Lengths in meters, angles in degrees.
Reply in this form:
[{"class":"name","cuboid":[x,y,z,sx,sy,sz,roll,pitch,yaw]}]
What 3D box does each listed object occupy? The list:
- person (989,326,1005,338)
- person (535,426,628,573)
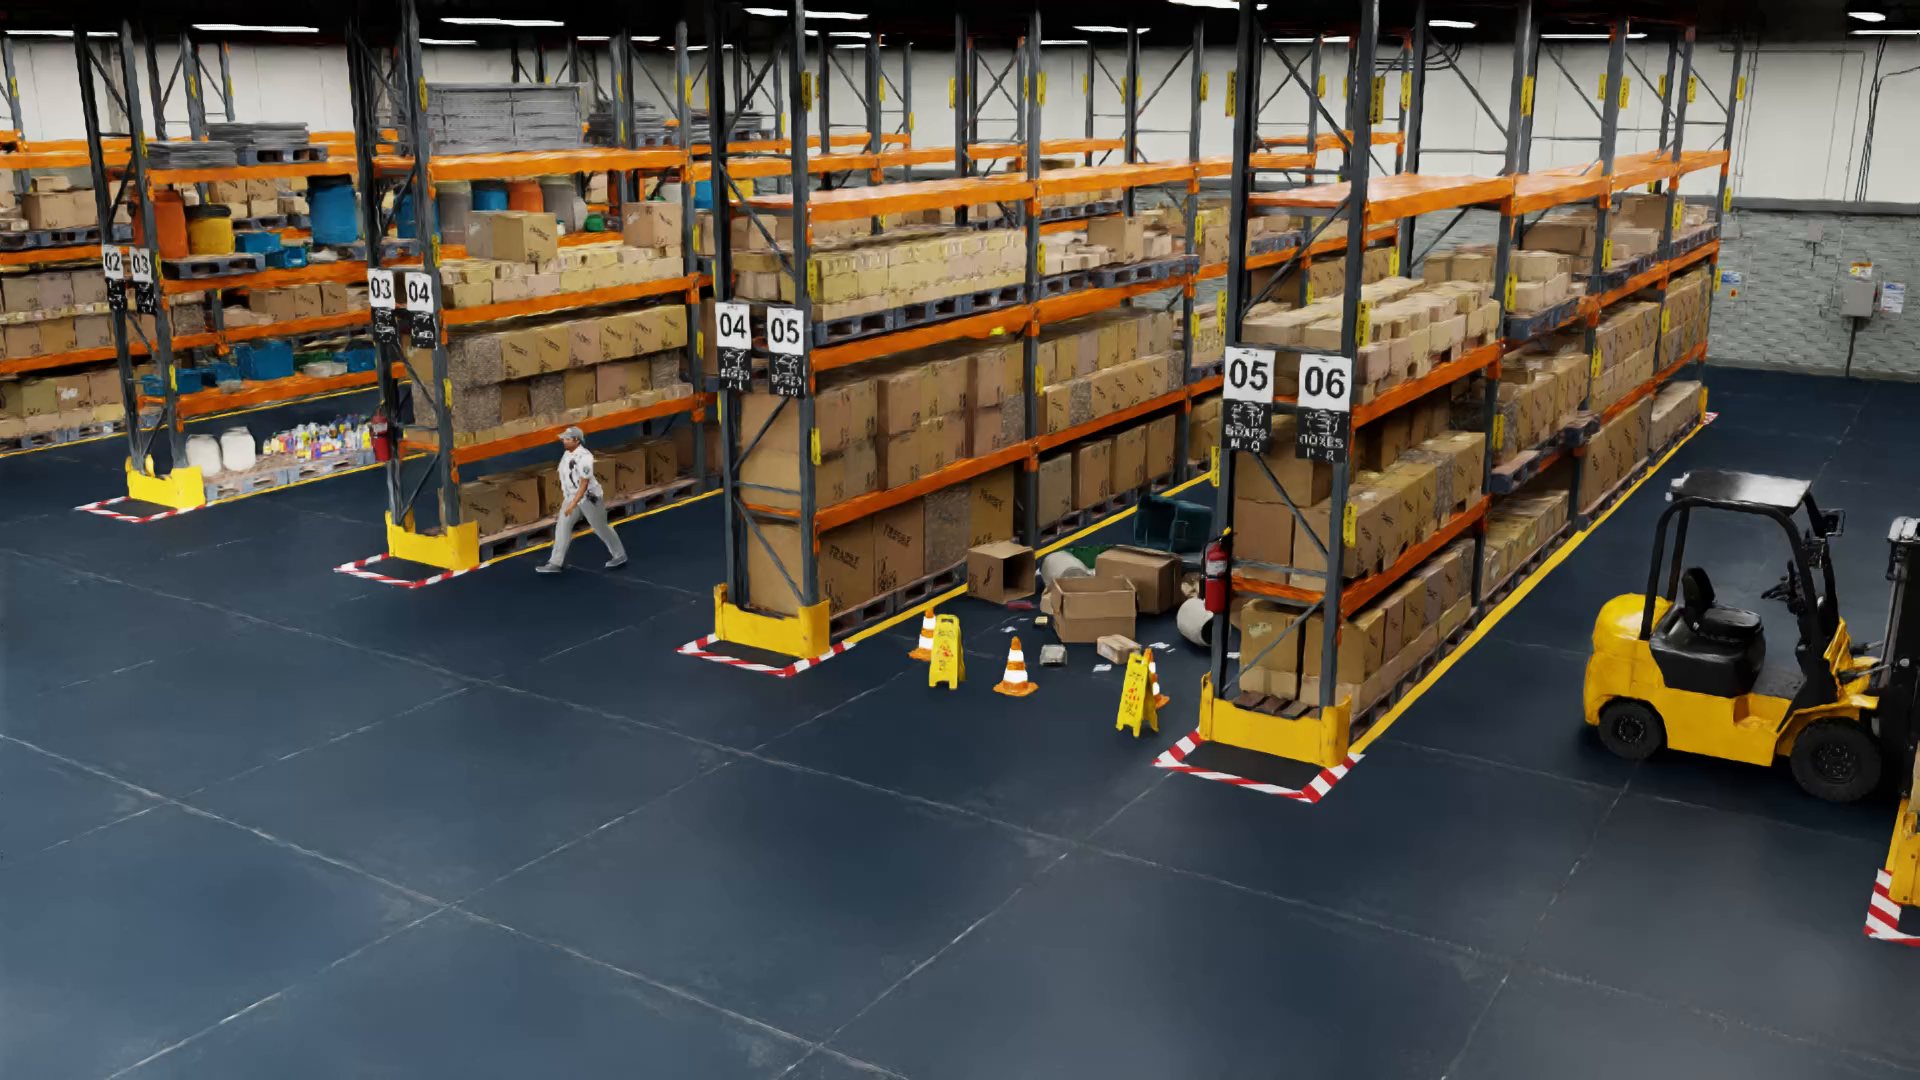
[{"class":"person","cuboid":[0.561,-2.325,24.364,0.582,1.686,1.113,9,18,29]},{"class":"person","cuboid":[-4.062,-0.441,17.776,0.478,1.596,0.996,14,21,40]}]
